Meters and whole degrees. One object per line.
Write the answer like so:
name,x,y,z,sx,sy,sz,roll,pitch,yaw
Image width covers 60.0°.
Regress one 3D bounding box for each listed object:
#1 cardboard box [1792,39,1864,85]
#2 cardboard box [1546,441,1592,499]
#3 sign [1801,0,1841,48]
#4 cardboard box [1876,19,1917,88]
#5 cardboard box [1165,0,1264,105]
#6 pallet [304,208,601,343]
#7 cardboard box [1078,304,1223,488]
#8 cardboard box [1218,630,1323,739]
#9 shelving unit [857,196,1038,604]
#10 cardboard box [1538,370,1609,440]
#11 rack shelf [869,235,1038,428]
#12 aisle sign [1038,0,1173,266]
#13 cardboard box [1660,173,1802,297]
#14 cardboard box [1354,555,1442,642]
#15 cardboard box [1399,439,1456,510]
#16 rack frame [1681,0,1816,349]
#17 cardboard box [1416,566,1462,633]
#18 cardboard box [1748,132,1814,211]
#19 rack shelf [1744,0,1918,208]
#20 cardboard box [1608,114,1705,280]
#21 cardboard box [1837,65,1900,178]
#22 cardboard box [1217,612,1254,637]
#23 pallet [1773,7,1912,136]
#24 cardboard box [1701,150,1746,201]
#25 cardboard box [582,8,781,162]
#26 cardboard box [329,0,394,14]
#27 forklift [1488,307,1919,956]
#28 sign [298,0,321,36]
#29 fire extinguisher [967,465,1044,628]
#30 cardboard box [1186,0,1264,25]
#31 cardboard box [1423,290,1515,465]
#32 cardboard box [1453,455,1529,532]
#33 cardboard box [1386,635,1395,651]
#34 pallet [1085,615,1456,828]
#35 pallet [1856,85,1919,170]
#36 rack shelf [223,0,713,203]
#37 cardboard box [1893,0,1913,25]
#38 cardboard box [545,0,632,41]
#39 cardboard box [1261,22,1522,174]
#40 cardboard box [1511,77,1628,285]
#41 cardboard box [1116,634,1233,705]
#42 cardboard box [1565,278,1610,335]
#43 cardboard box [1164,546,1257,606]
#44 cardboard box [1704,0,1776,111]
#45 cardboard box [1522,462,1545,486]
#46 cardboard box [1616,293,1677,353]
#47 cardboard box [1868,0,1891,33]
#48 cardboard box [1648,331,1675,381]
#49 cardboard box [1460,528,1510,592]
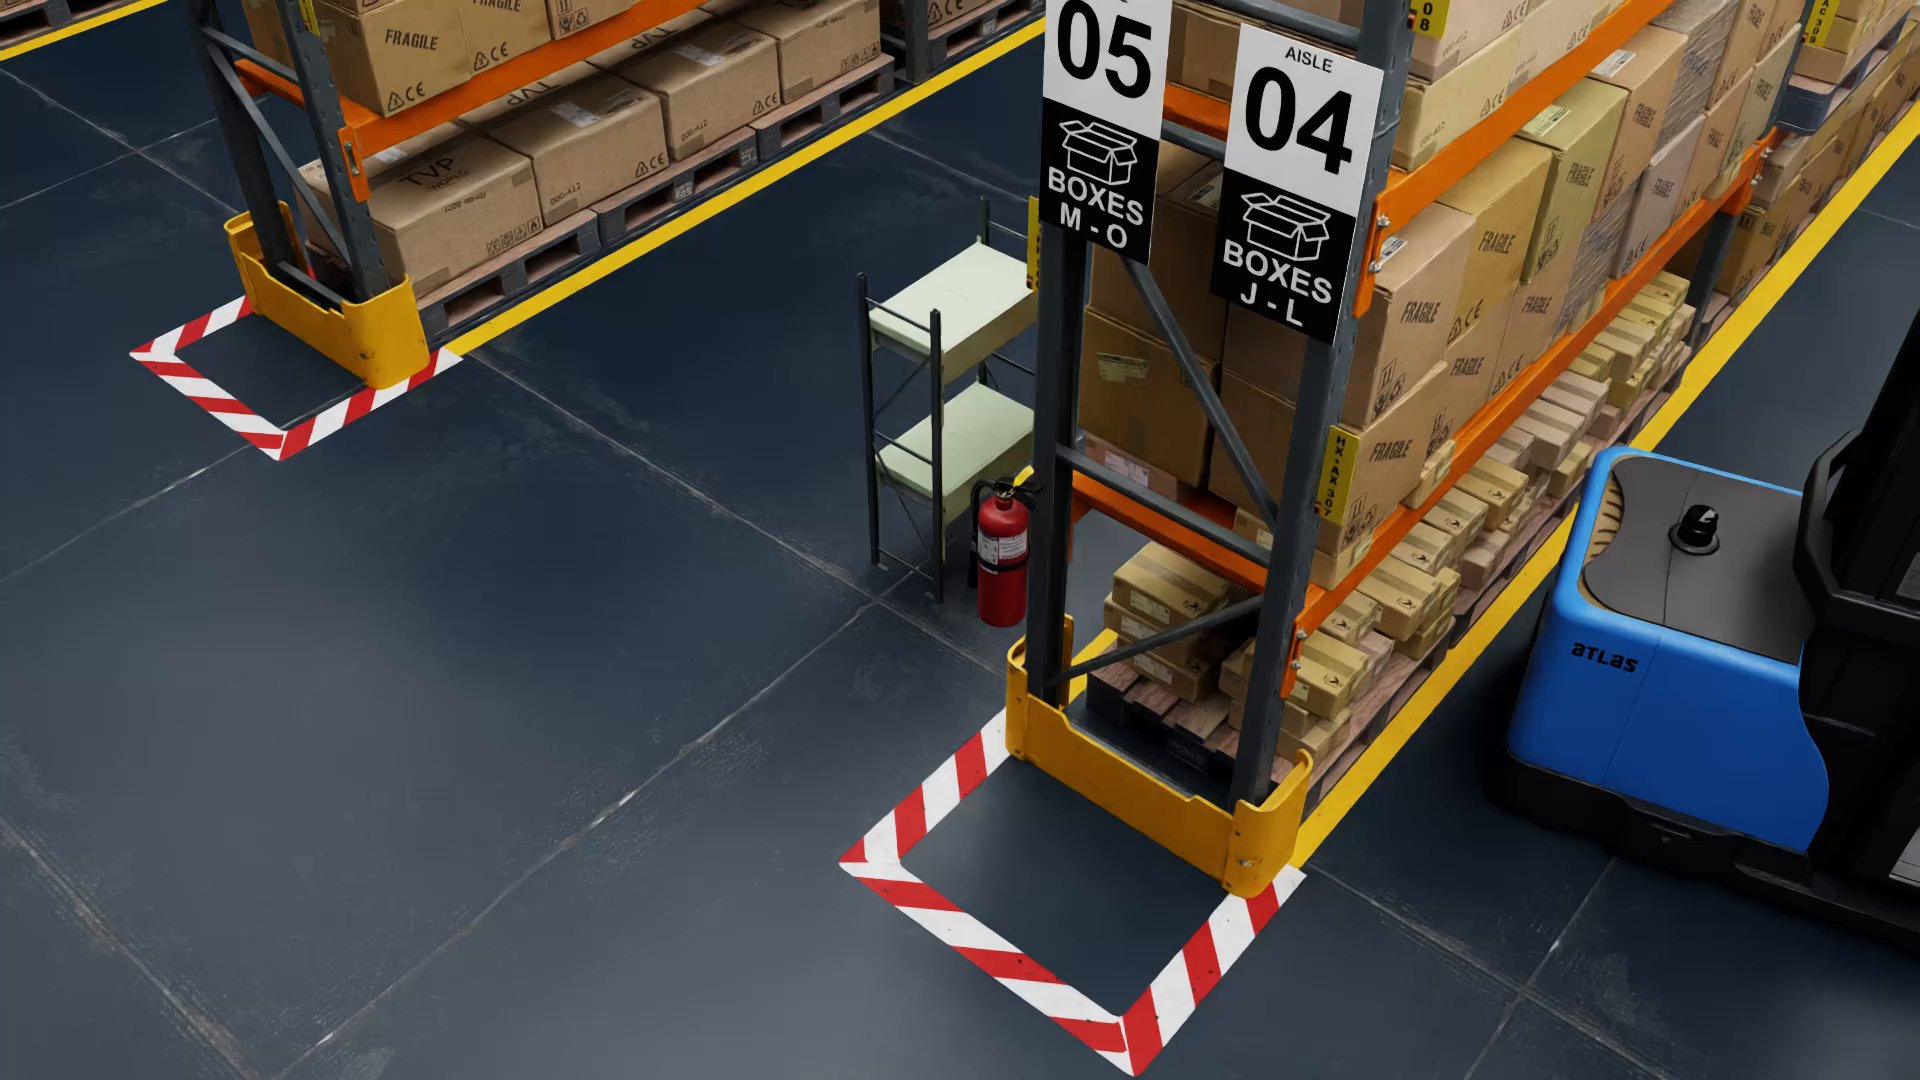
cardboard box,3.839,-2.224,7.523,0.380,0.149,0.250,27,49,27
cardboard box,2.576,-0.376,7.423,0.380,0.149,0.250,29,50,28
sign,3.654,-2.247,7.030,0.100,0.325,0.005,29,50,28
cardboard box,4.912,-2.740,9.204,0.500,0.250,0.500,31,50,29
cardboard box,0.749,-1.501,4.735,0.500,0.250,0.500,28,49,28
pallet,-2.740,-1.603,9.038,1.003,0.211,1.213,29,50,28
cardboard box,0.751,-0.588,5.553,0.500,0.500,0.500,31,50,29
cardboard box,1.193,0.533,6.202,0.380,0.149,0.250,32,51,30
shelving unit,0.004,-0.558,6.932,0.431,1.500,0.755,29,50,28
cardboard box,2.585,-0.623,7.252,0.380,0.149,0.250,27,49,27
rack shelf,0.004,-0.847,6.669,0.431,0.370,0.720,29,50,28
aisle sign,0.382,-1.152,4.537,0.394,0.787,0.004,29,50,28
cardboard box,3.912,-1.654,8.567,0.500,0.500,0.500,31,51,30
cardboard box,1.602,0.191,6.358,0.380,0.149,0.250,29,50,28
cardboard box,1.465,-0.294,5.713,0.380,0.149,0.250,28,49,27
rack frame,3.233,-2.157,7.575,1.000,3.000,0.127,29,50,28
cardboard box,1.750,0.167,6.605,0.380,0.149,0.250,31,51,30
cardboard box,3.911,-1.932,8.315,0.500,0.250,0.500,27,49,27
rack shelf,4.521,-2.921,8.950,1.077,0.370,4.000,29,50,28
cardboard box,2.482,-1.411,6.459,0.500,0.500,0.500,29,50,28
cardboard box,4.919,-2.451,9.444,0.500,0.500,0.500,27,49,27
cardboard box,0.990,0.185,6.585,0.380,0.149,0.250,28,49,28
pallet,3.837,-2.417,8.003,1.003,0.211,1.213,29,50,28
cardboard box,3.146,-1.636,7.189,0.380,0.149,0.250,28,49,27
cardboard box,-1.682,-2.718,9.784,0.875,0.438,0.875,28,49,27
cardboard box,-2.668,-2.720,7.376,0.500,0.500,0.500,28,49,28
forklift,3.562,0.053,5.195,3.031,2.935,1.130,18,45,18
sign,-2.774,-2.295,7.024,0.100,0.325,0.005,29,50,28
fire extinguisher,0.144,-0.001,5.539,0.296,0.674,0.183,29,50,28
cardboard box,0.761,-1.684,4.565,0.500,0.250,0.500,28,49,27
cardboard box,1.484,-0.643,5.614,0.500,0.500,0.500,30,50,29
cardboard box,2.088,-0.227,6.817,0.380,0.149,0.250,30,50,29
cardboard box,1.502,0.369,6.603,0.380,0.149,0.250,30,50,29
pallet,1.258,0.492,6.734,1.003,0.211,1.213,29,50,28
pallet,5.304,-2.784,10.337,1.003,0.211,1.213,29,50,28
rack shelf,-1.907,-2.953,8.985,1.077,0.370,4.000,29,50,28
cardboard box,4.339,-2.625,7.964,0.380,0.149,0.250,30,50,29
cardboard box,-2.021,-2.875,8.291,0.500,0.500,0.500,29,50,28
cardboard box,1.144,-1.273,4.484,0.500,0.250,0.500,31,51,30
cardboard box,1.823,-1.252,5.541,0.500,0.500,0.500,28,49,28
cardboard box,0.838,0.440,6.525,0.380,0.149,0.250,30,50,29
cardboard box,2.278,-0.980,6.467,0.380,0.149,0.250,31,50,29
cardboard box,1.012,0.095,6.463,0.380,0.149,0.250,30,50,29
cardboard box,2.809,-2.047,6.415,0.500,0.500,0.500,28,49,27
cardboard box,2.377,-0.422,7.253,0.380,0.149,0.250,27,49,27
cardboard box,3.070,-1.033,7.704,0.380,0.149,0.250,30,50,29
cardboard box,4.004,-2.468,7.570,0.380,0.149,0.250,29,49,28
cardboard box,3.109,-0.924,7.804,0.380,0.149,0.250,27,49,27
cardboard box,2.068,0.022,6.985,0.380,0.149,0.250,27,49,27
